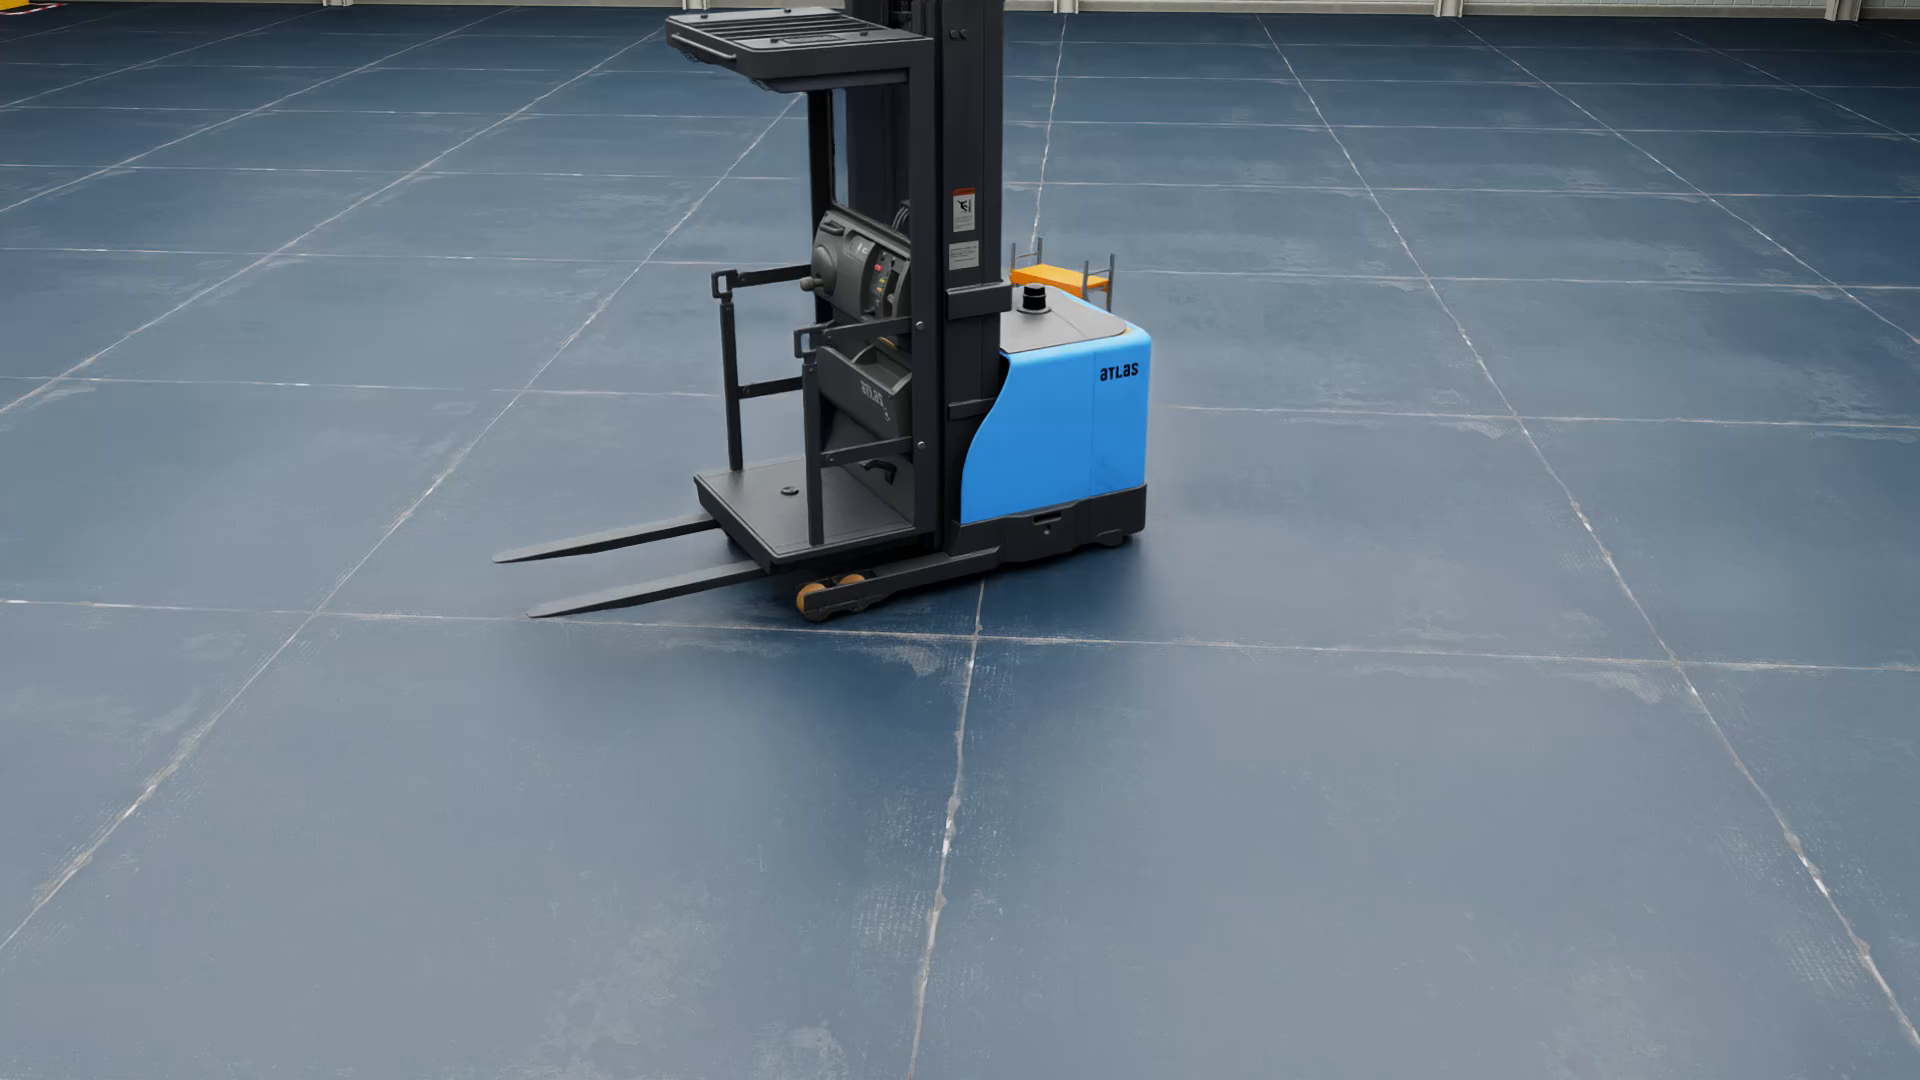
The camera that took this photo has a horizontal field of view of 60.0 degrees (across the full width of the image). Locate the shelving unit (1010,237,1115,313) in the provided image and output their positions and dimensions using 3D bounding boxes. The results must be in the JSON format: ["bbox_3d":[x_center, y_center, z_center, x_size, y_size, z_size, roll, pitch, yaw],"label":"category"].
[{"bbox_3d":[0.516,-0.970,8.906,0.503,1.200,0.258,21,29,38],"label":"shelving unit"}]

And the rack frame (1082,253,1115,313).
[{"bbox_3d":[0.696,-0.901,8.757,0.015,1.200,0.240,21,29,38],"label":"rack frame"}]

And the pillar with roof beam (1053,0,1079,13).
[{"bbox_3d":[1.371,-10.753,20.853,0.400,9.000,9.100,2,25,4],"label":"pillar with roof beam"}]

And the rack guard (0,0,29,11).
[{"bbox_3d":[-15.597,-8.863,26.914,0.348,0.500,1.175,2,25,4],"label":"rack guard"}]

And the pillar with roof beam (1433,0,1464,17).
[{"bbox_3d":[7.353,-10.561,20.436,0.400,9.000,9.100,2,25,4],"label":"pillar with roof beam"}]

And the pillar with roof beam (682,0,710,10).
[{"bbox_3d":[-4.611,-10.945,21.270,0.400,9.000,9.100,2,25,4],"label":"pillar with roof beam"}]

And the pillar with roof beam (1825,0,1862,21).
[{"bbox_3d":[13.336,-10.369,20.018,0.400,9.000,9.100,2,25,4],"label":"pillar with roof beam"}]

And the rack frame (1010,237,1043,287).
[{"bbox_3d":[0.336,-1.038,9.056,0.015,1.200,0.240,21,29,38],"label":"rack frame"}]

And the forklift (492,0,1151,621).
[{"bbox_3d":[-0.630,-1.221,7.396,3.031,2.935,1.130,-12,27,-25],"label":"forklift"}]

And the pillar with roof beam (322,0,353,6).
[{"bbox_3d":[-10.594,-11.137,21.687,0.400,9.000,9.100,2,25,4],"label":"pillar with roof beam"}]

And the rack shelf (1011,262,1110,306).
[{"bbox_3d":[0.529,-1.332,8.755,0.480,0.148,0.258,21,29,38],"label":"rack shelf"}]
